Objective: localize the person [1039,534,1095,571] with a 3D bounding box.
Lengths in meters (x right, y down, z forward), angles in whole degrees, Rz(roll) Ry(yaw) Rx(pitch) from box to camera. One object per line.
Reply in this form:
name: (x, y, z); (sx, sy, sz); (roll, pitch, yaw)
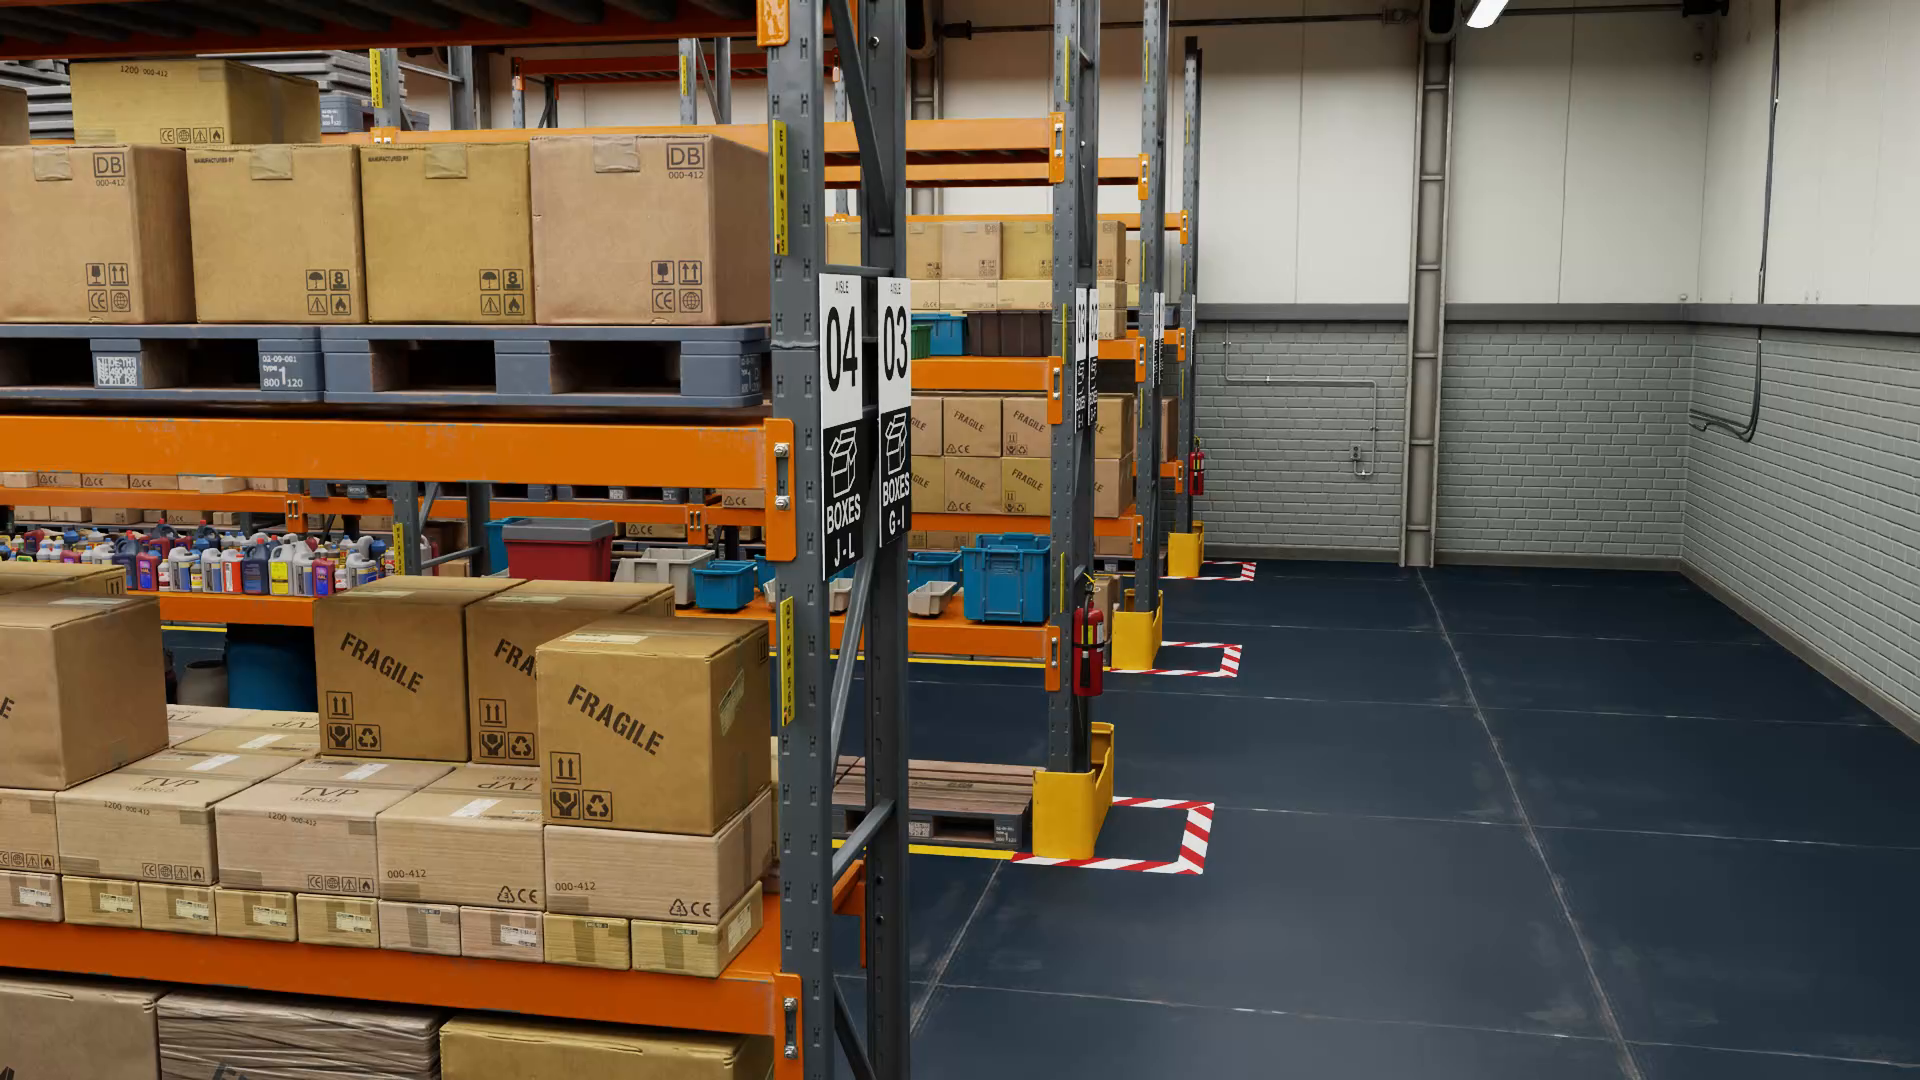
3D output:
person: (1.033, 0.164, 16.382); (0.671, 1.272, 0.463); (2, 8, 11)
